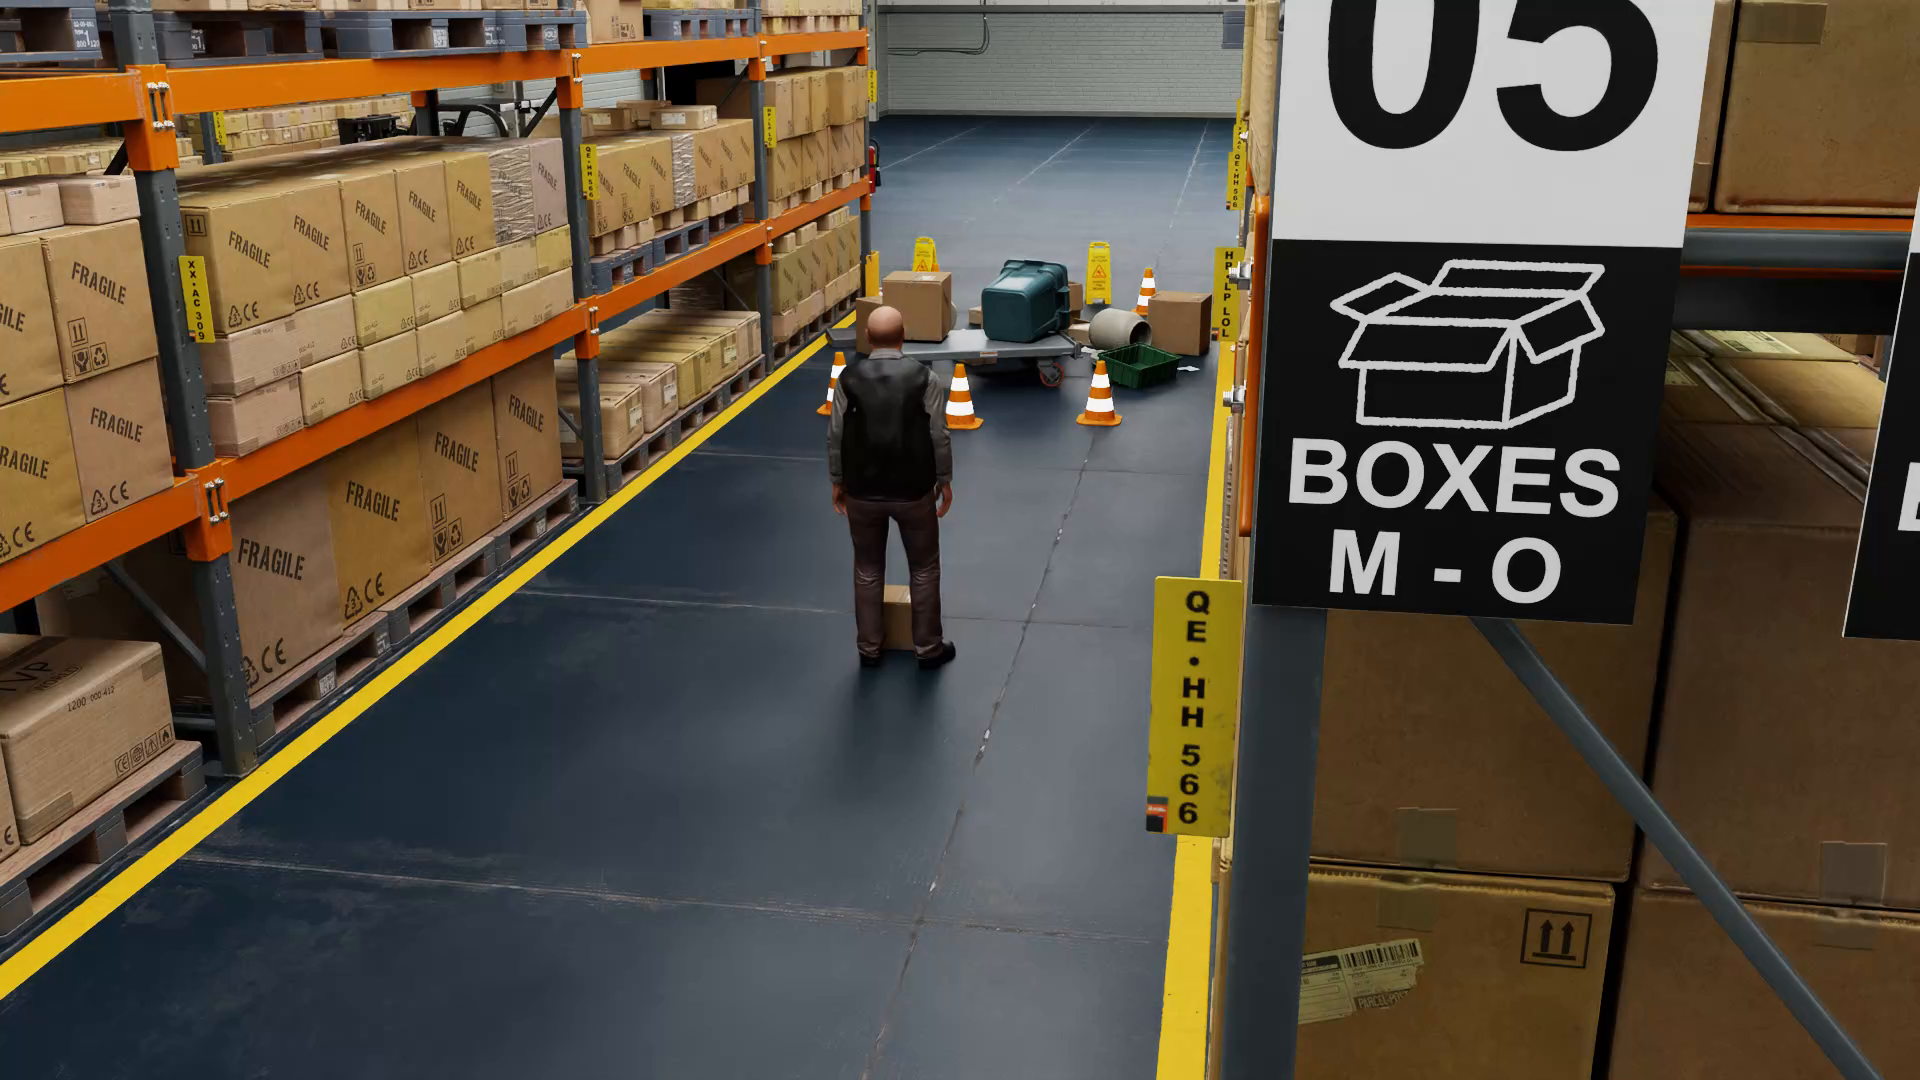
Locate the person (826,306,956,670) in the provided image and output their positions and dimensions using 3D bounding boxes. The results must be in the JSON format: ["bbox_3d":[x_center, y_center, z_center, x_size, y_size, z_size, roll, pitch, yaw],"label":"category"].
[{"bbox_3d":[-0.325,-0.228,7.804,0.591,1.720,0.422,2,18,5],"label":"person"}]
